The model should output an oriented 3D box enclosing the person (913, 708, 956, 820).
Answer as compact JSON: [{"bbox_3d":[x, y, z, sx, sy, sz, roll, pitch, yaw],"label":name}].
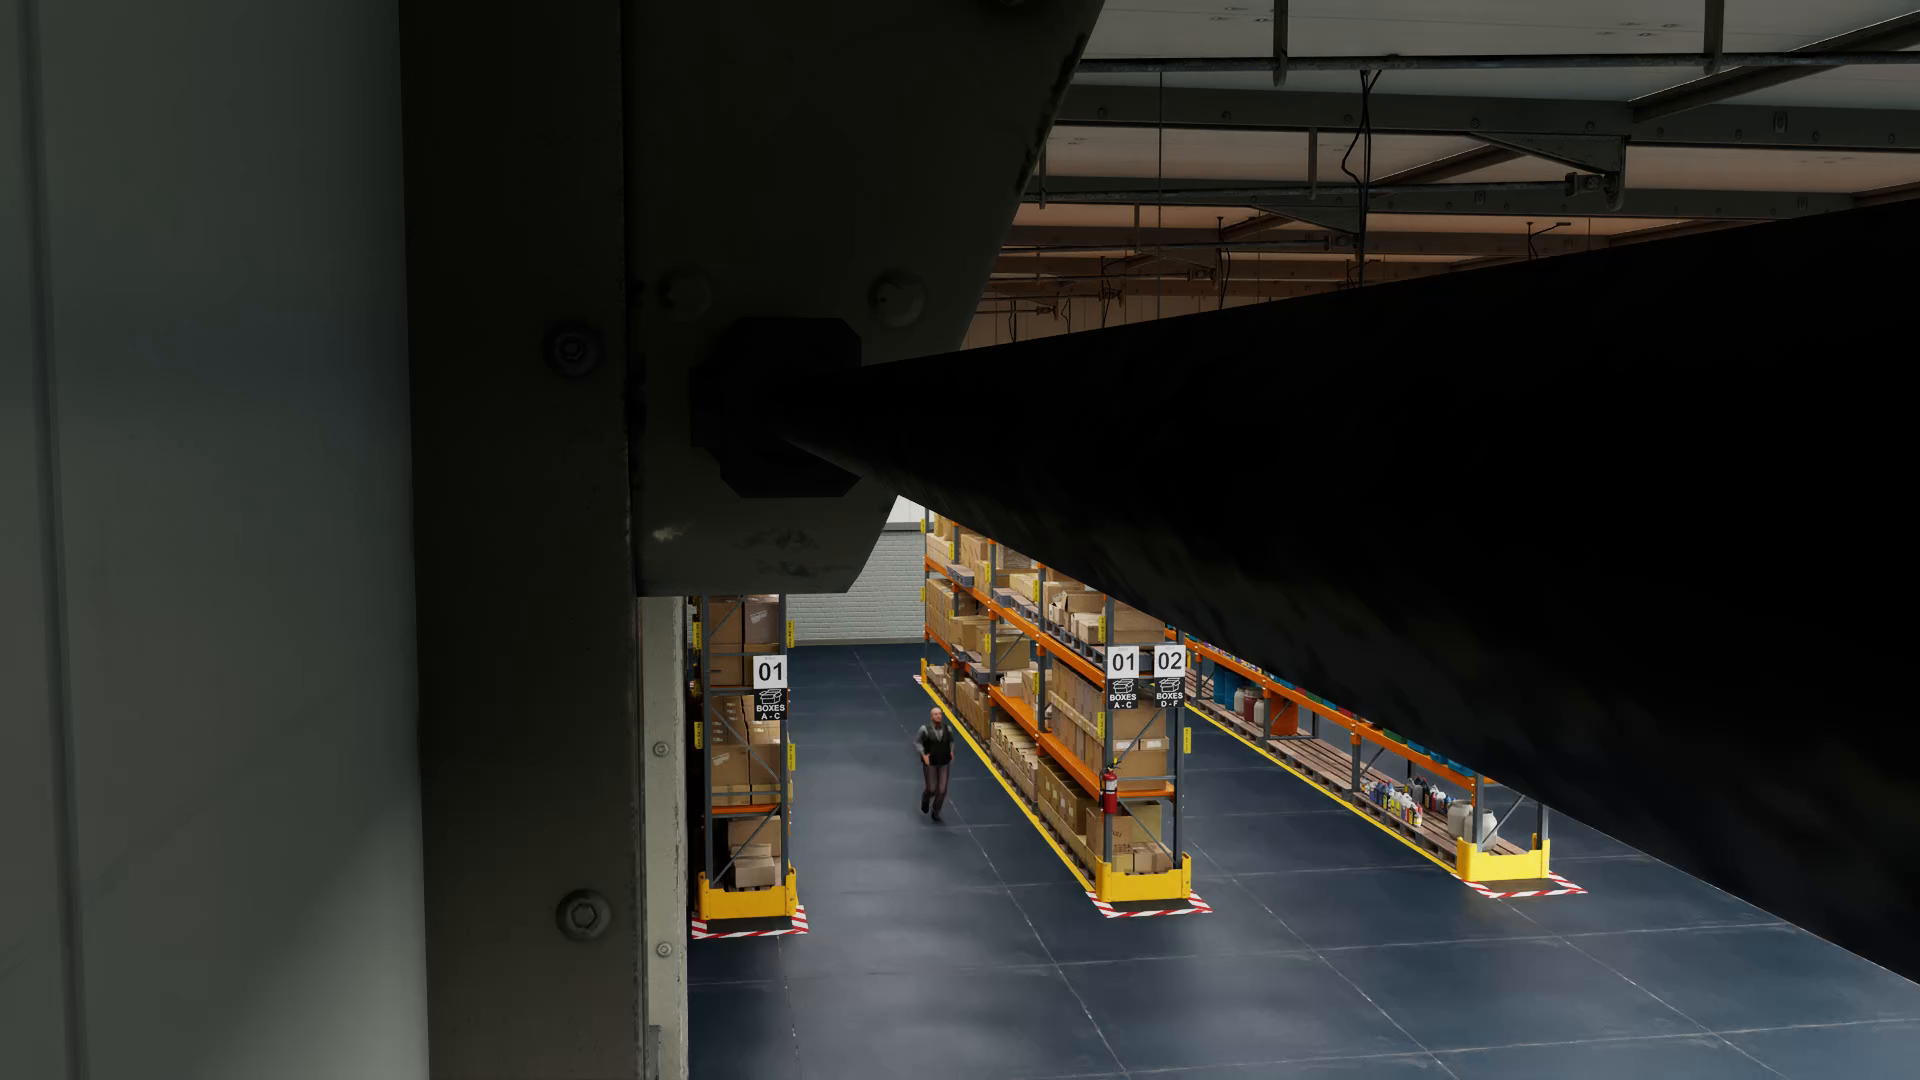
[{"bbox_3d":[-0.348,3.320,24.679,0.643,1.676,0.577,-2,5,-18],"label":"person"}]
